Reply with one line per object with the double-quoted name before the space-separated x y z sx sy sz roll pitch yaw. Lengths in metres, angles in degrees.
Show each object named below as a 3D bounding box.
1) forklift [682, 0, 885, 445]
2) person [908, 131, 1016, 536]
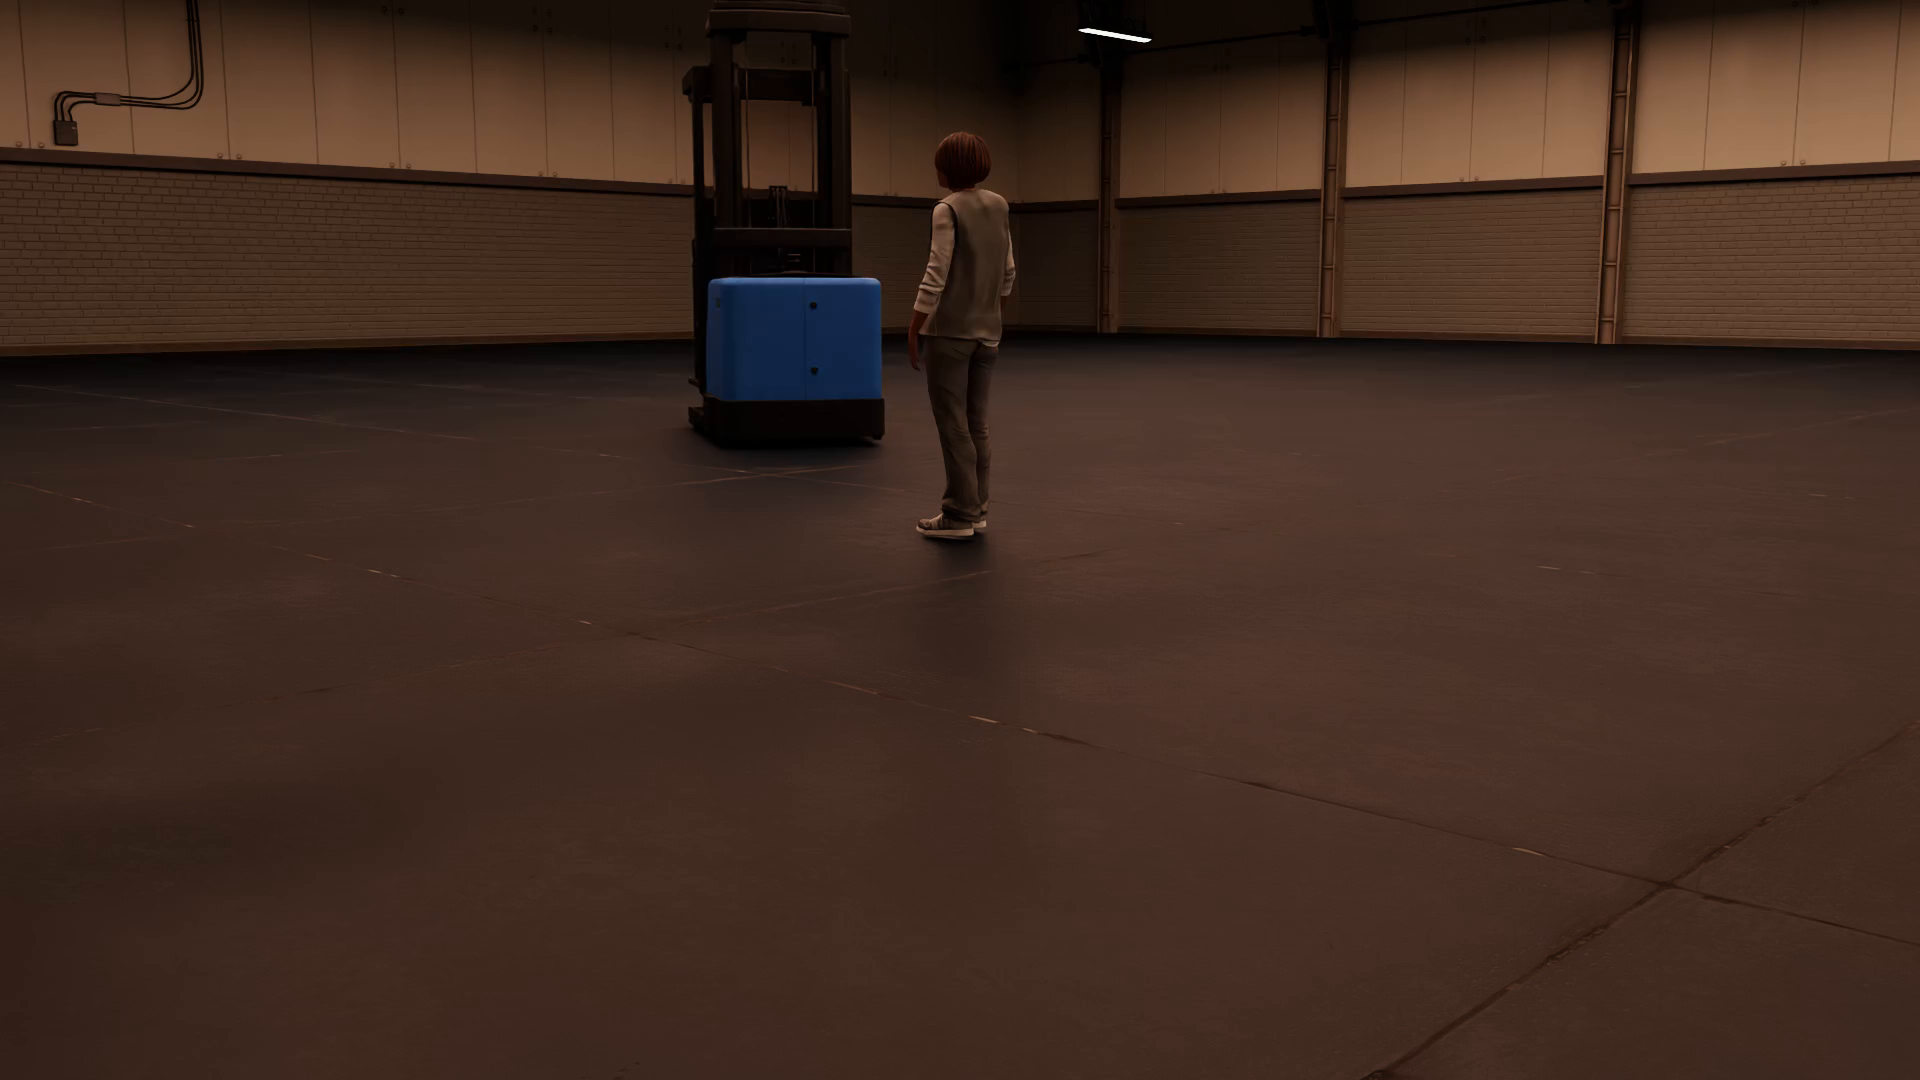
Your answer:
"forklift" -1.355 -2.243 11.770 1.130 2.935 3.031 -2 9 -15
"person" -0.043 -0.806 6.658 0.475 1.597 0.520 8 12 43
